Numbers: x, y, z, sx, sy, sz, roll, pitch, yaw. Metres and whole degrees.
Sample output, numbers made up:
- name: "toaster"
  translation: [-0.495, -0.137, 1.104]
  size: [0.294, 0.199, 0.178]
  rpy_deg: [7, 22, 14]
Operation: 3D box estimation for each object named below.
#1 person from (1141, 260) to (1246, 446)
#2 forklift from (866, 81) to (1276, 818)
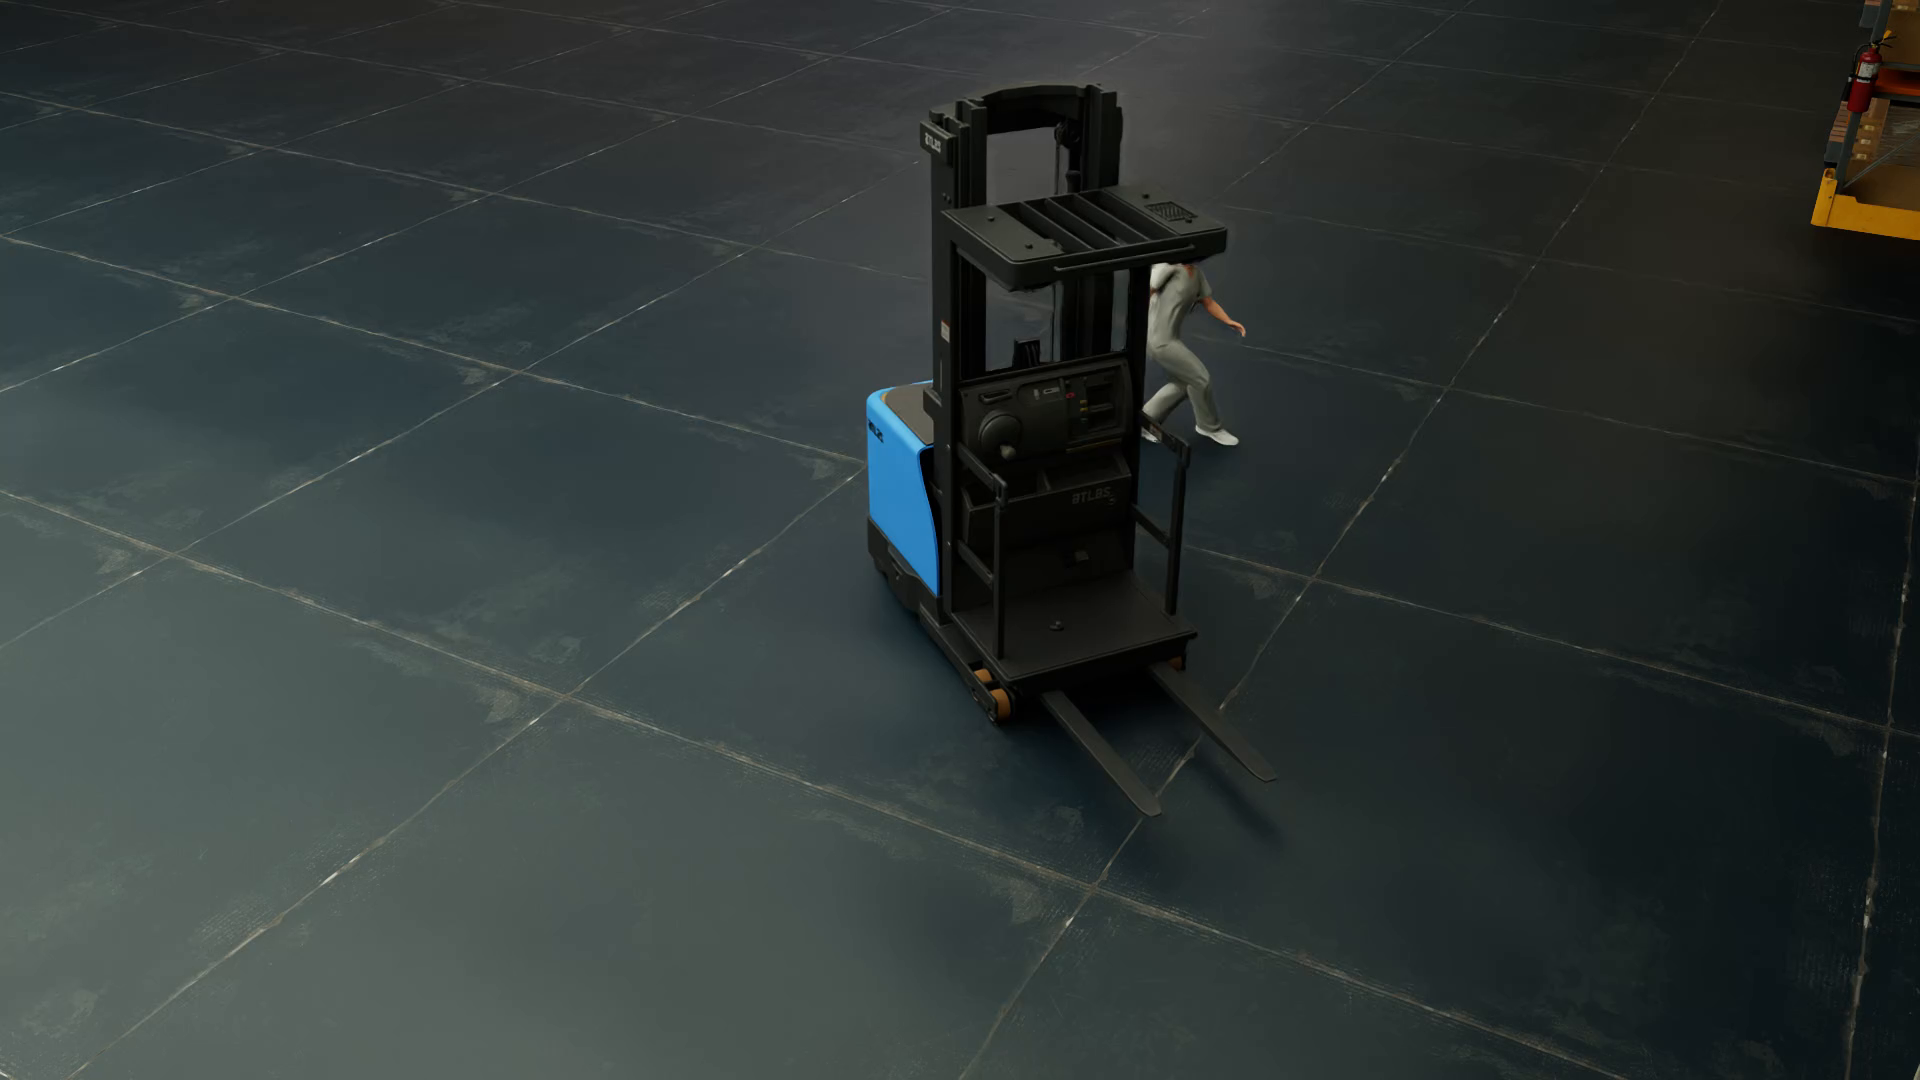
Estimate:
- name: "person"
  translation: [1.447, -1.269, 10.688]
  size: [0.750, 1.519, 0.676]
  rpy_deg: [10, 31, 17]
- name: "forklift"
  translation: [0.530, -0.599, 8.108]
  size: [1.130, 2.935, 3.031]
  rpy_deg: [-13, 32, -21]
